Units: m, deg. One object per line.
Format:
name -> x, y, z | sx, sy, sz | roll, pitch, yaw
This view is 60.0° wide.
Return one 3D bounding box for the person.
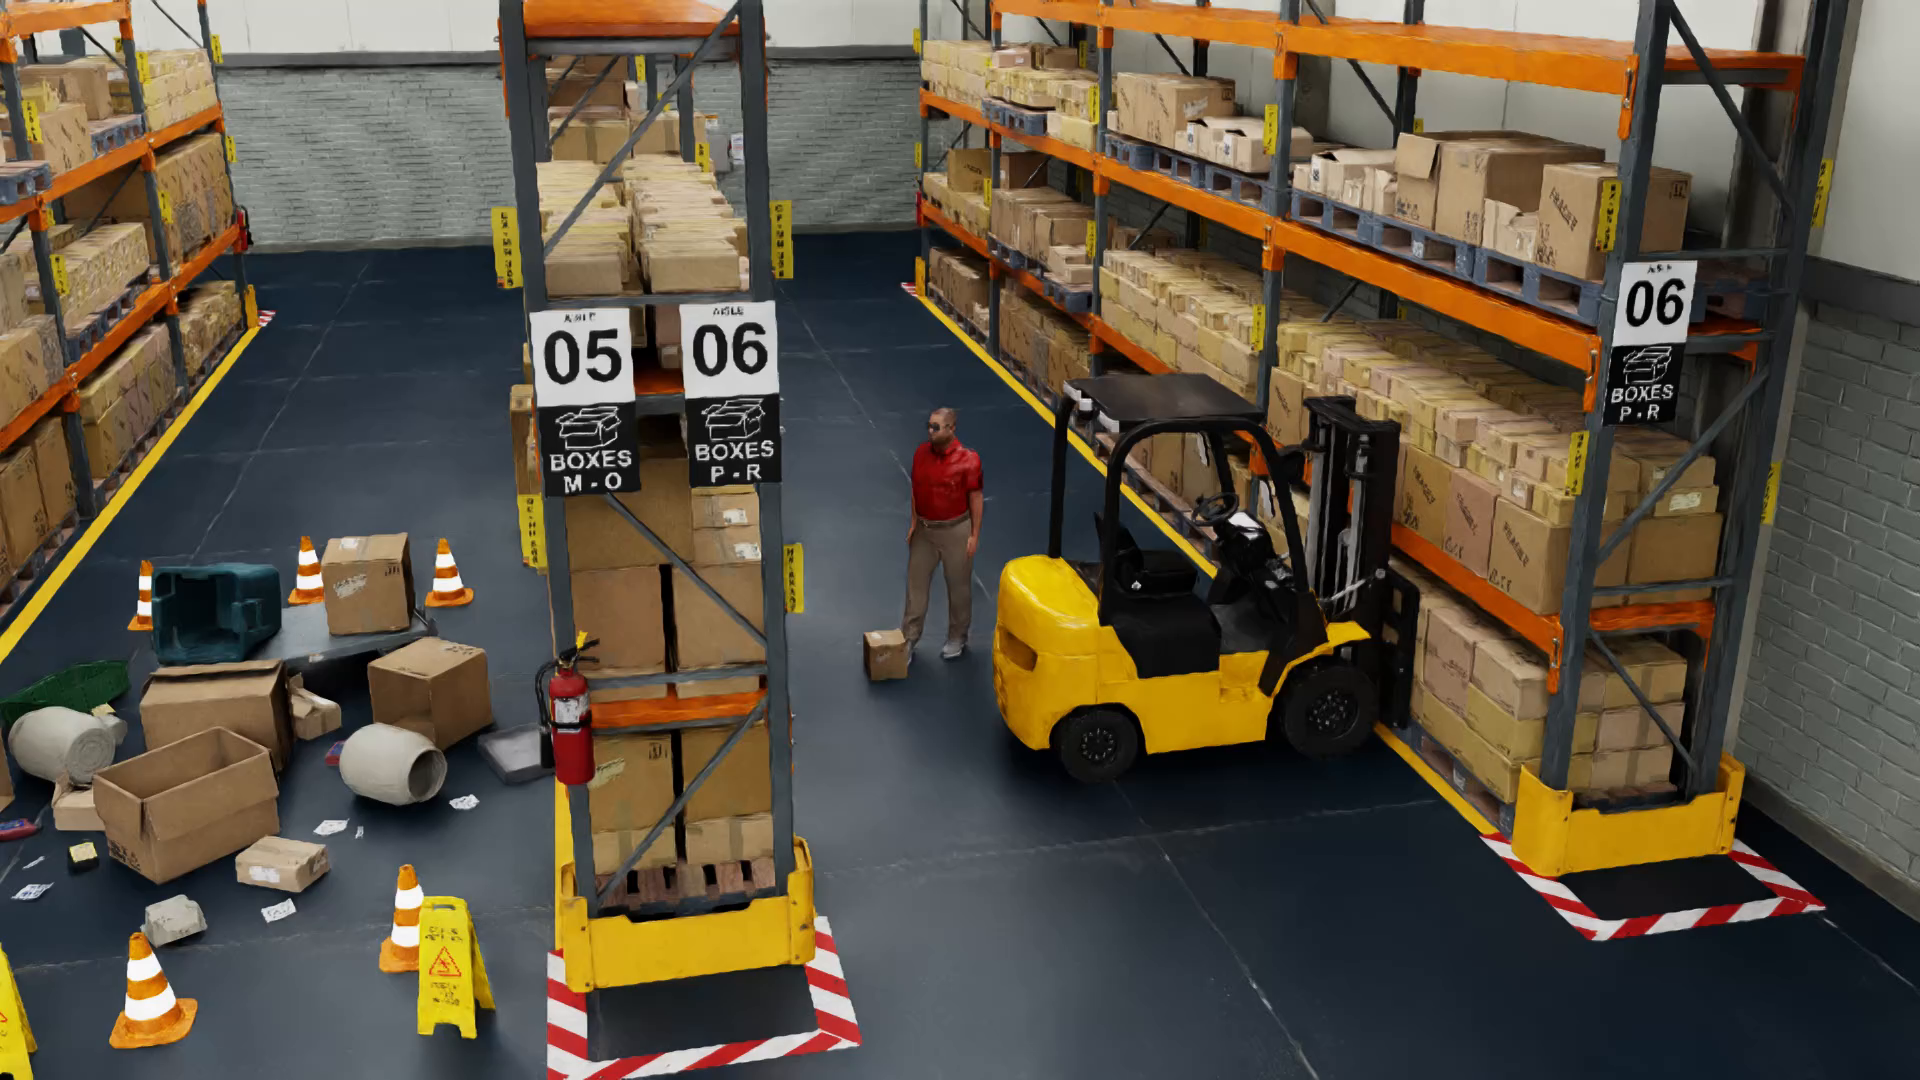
person -> -0.158, -0.021, 11.136 | 0.543, 1.736, 0.568 | 11, 22, 28
